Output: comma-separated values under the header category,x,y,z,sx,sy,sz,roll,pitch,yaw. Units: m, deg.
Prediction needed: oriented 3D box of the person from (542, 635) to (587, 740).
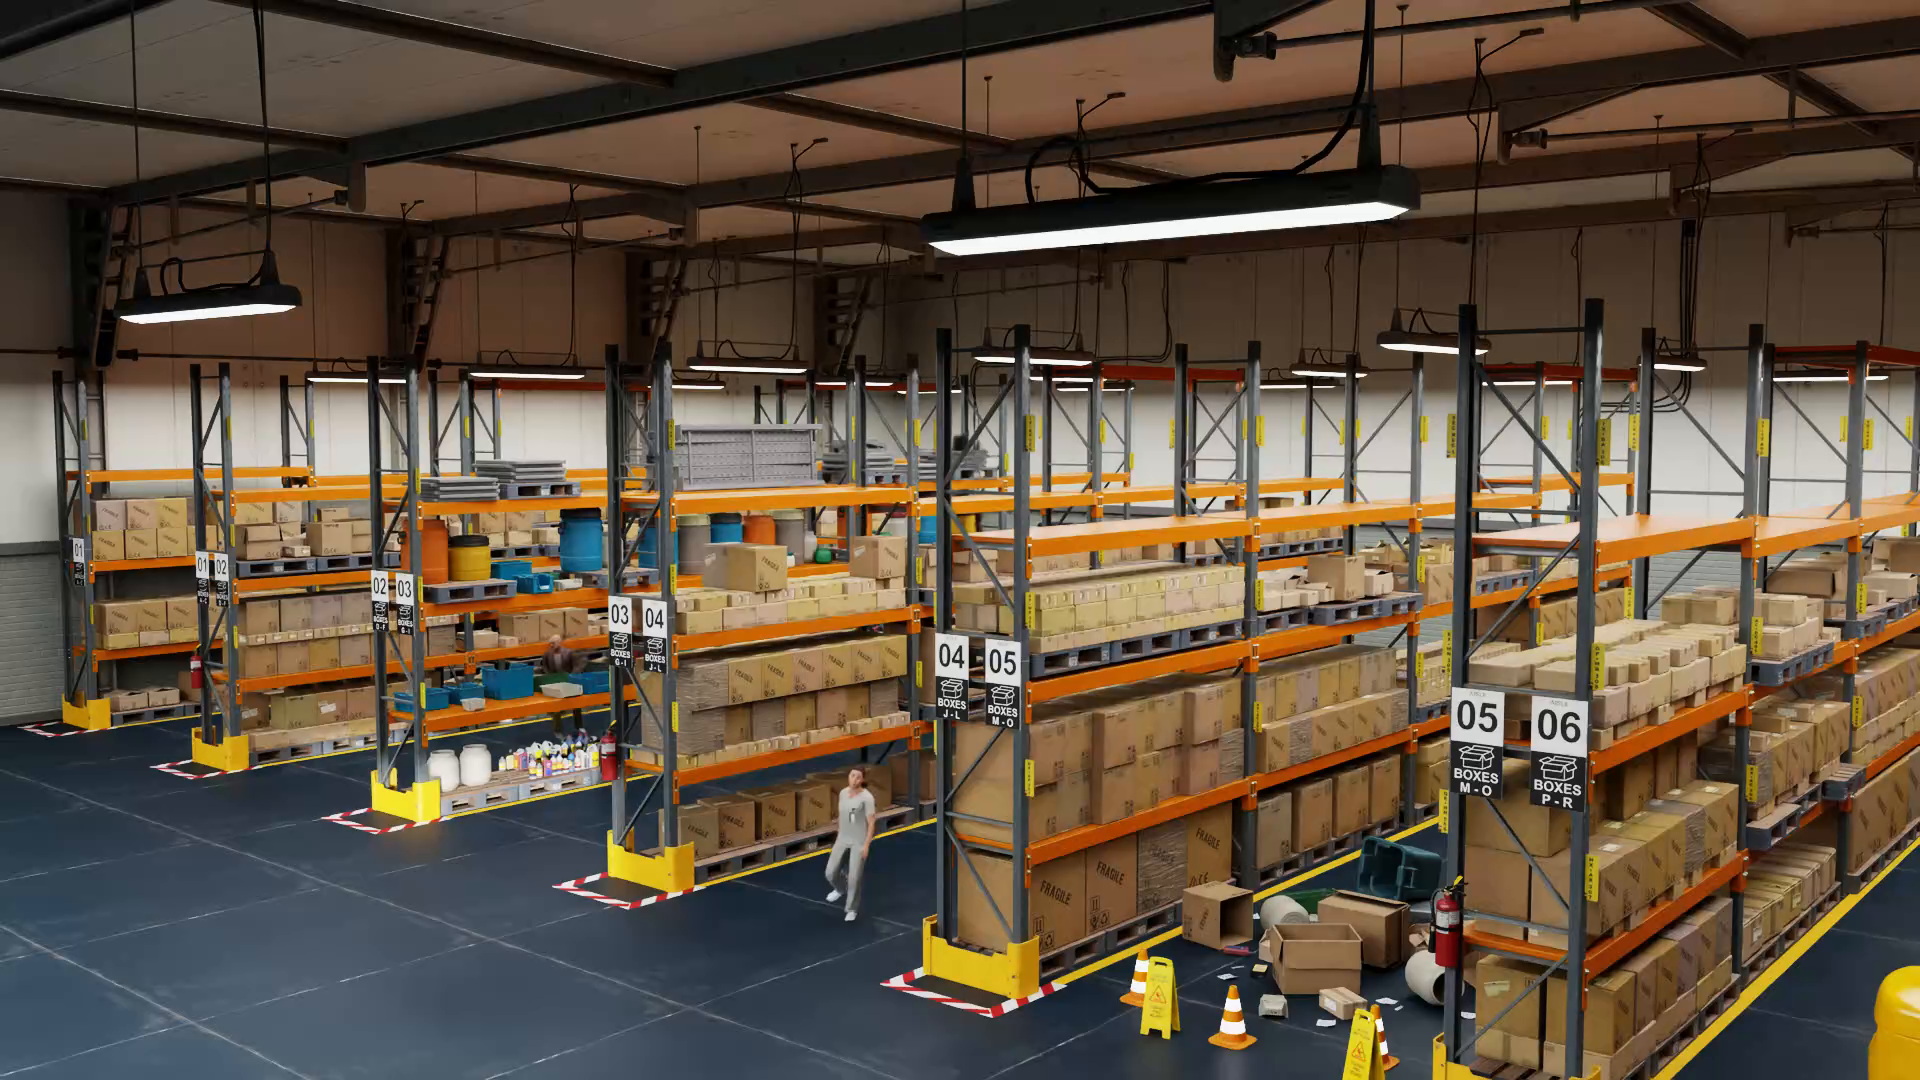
category,x,y,z,sx,sy,sz,roll,pitch,yaw
person,-6.437,2.397,27.012,0.700,1.750,0.888,-1,4,-10

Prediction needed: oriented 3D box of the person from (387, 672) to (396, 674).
category,x,y,z,sx,sy,sz,roll,pitch,yaw
person,-10.227,2.268,29.866,0.589,1.518,0.764,0,4,6

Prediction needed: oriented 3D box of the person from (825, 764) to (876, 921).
category,x,y,z,sx,sy,sz,roll,pitch,yaw
person,-1.136,3.099,17.231,0.690,1.630,0.554,2,5,26
